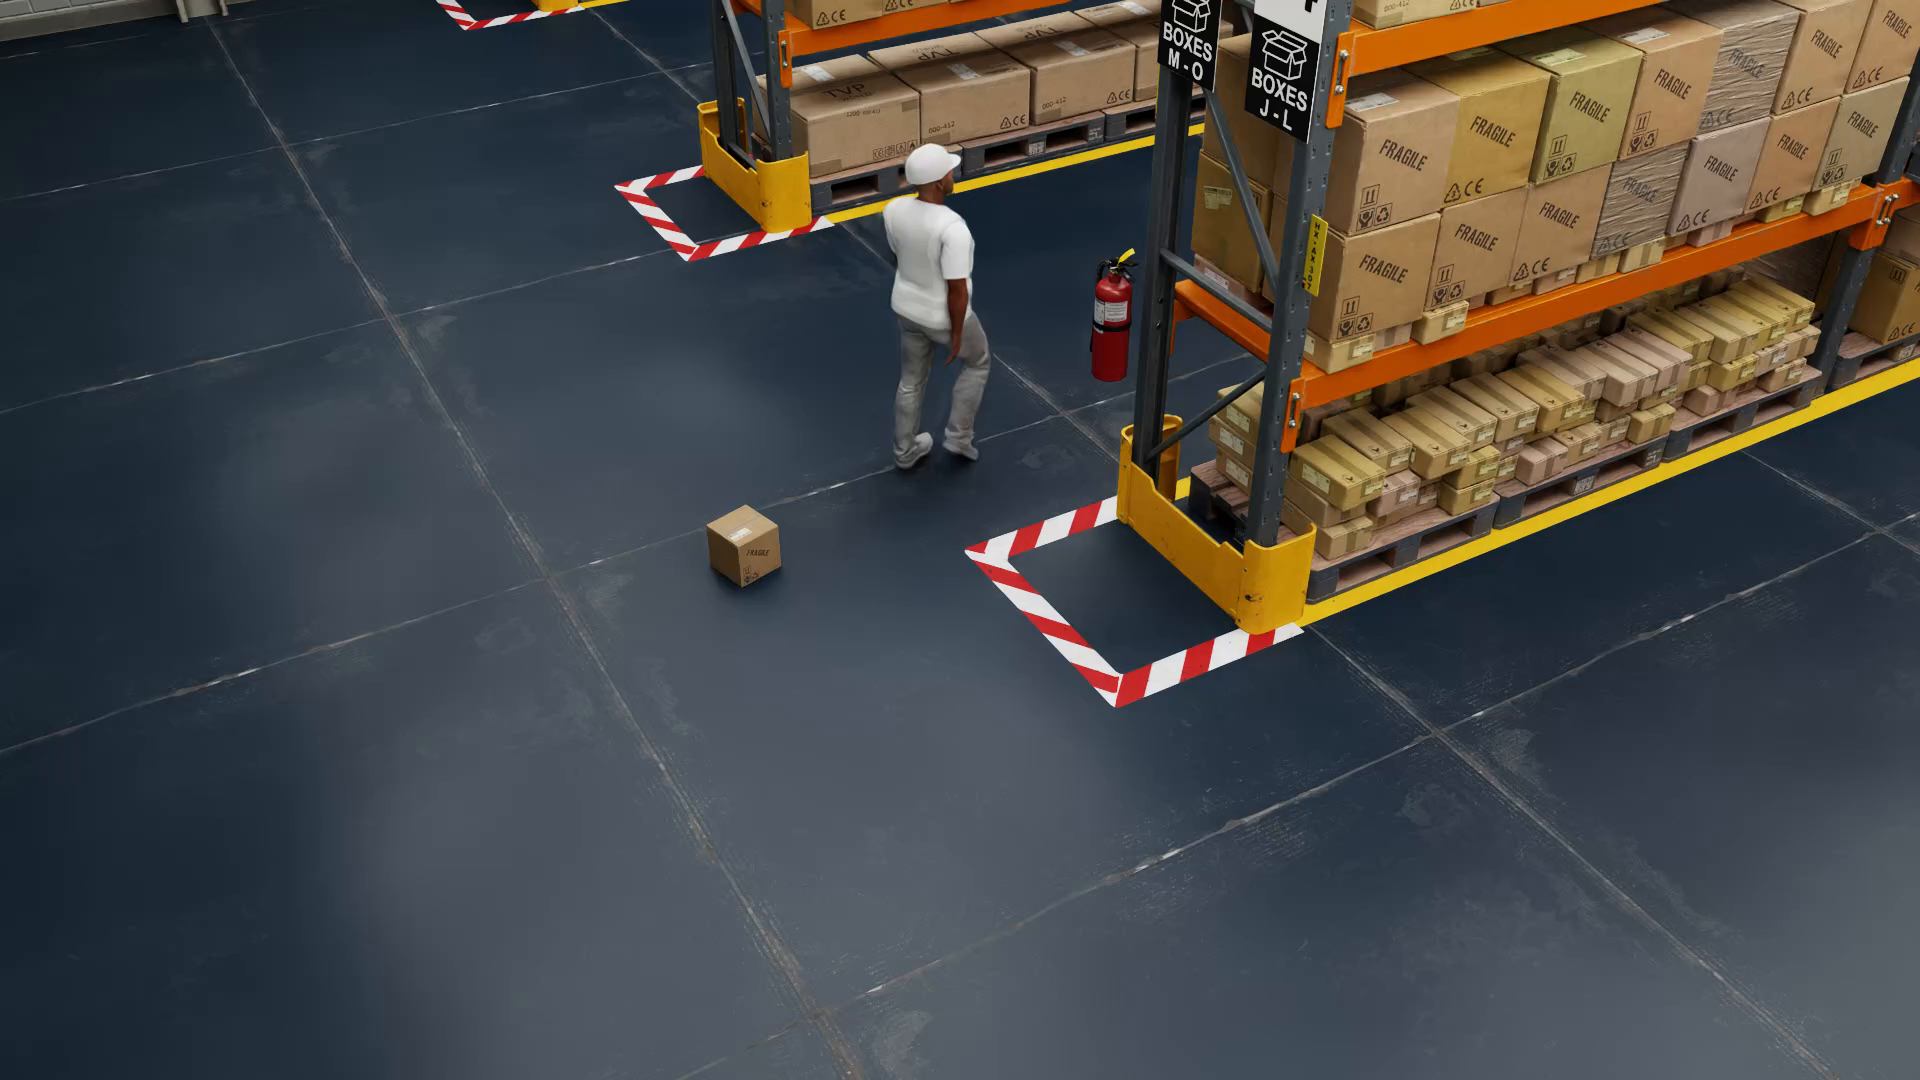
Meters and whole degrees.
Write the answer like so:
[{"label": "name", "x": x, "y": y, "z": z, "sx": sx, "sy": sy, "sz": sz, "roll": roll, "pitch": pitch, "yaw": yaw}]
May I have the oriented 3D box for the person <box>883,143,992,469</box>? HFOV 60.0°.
[{"label": "person", "x": -0.123, "y": -1.149, "z": 8.455, "sx": 0.574, "sy": 1.814, "sz": 0.524, "roll": 24, "pitch": 43, "yaw": 29}]
